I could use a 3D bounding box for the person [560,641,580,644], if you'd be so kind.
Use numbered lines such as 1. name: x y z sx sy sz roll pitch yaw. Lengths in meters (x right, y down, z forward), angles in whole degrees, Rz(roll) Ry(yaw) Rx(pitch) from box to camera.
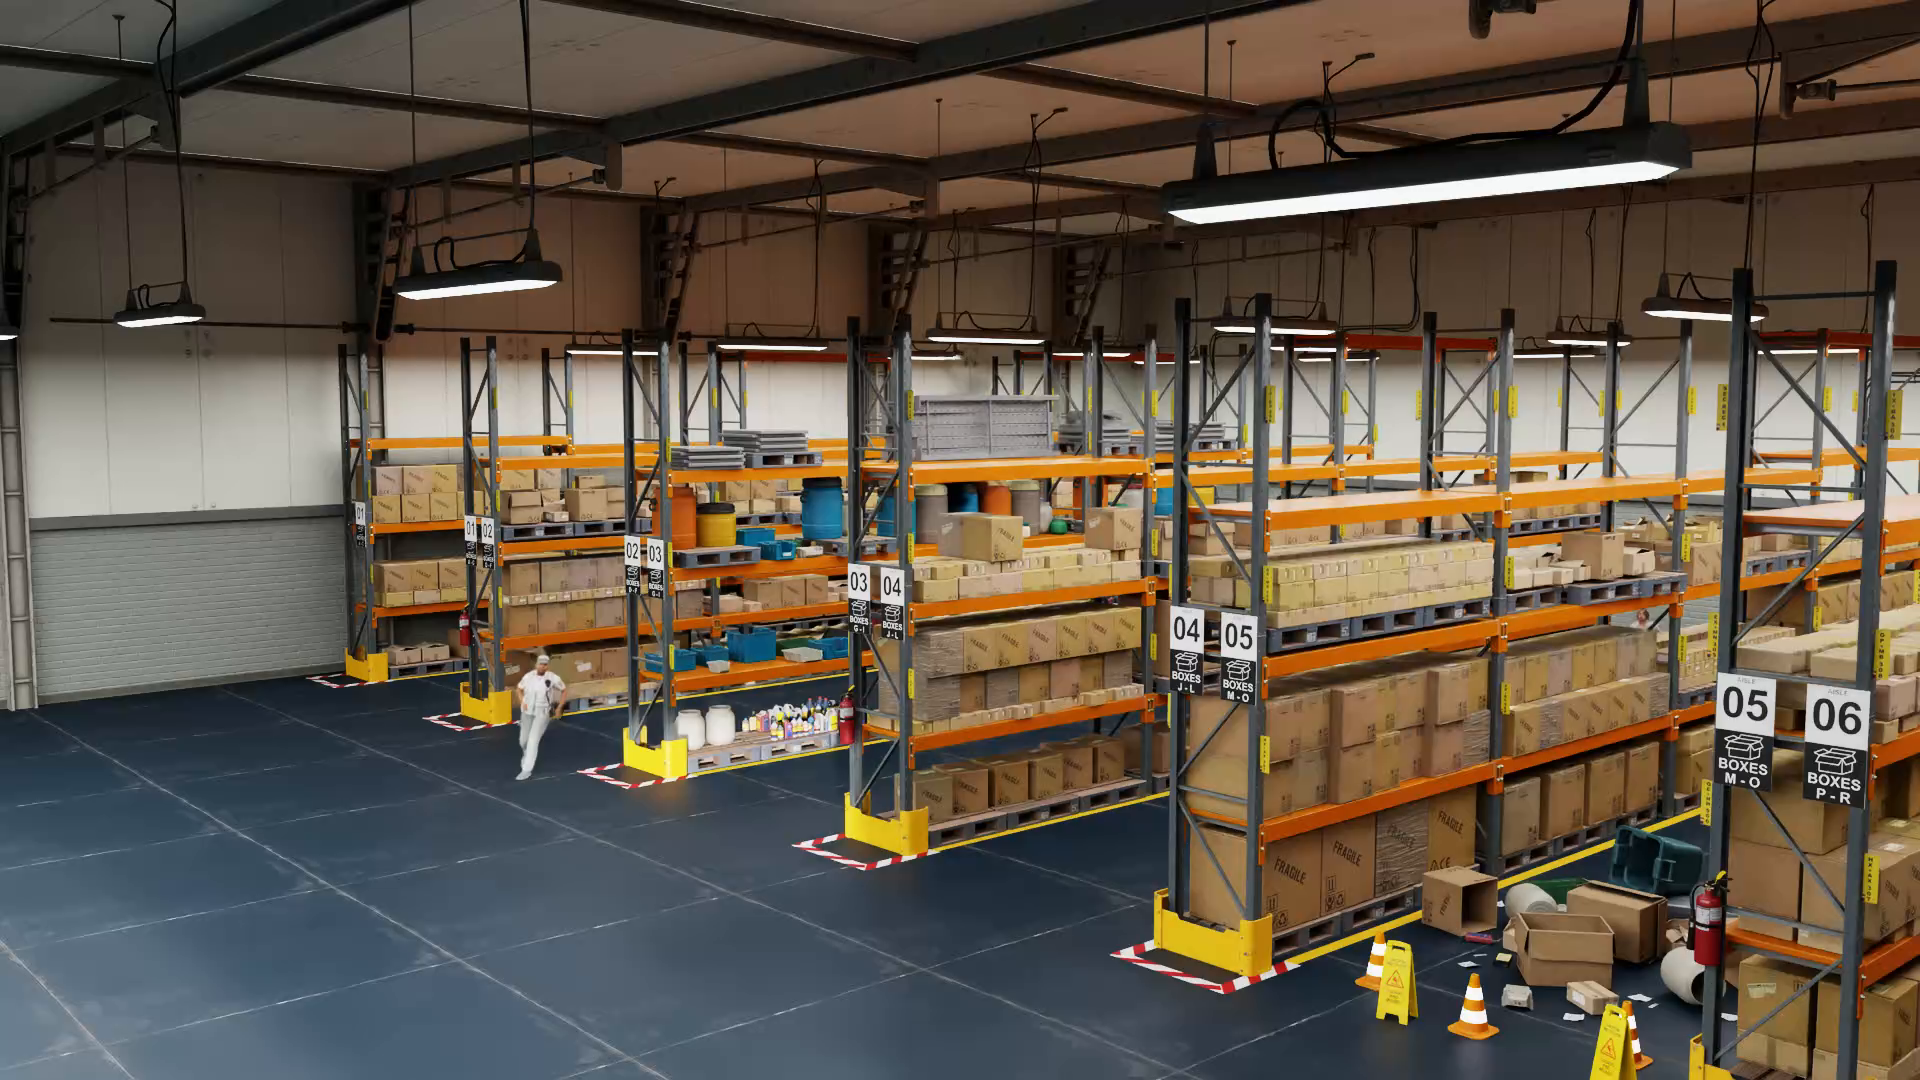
1. person: -6.796 1.677 29.024 0.944 1.755 0.673 -5 7 -42

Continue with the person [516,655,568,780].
1. person: -5.666 2.348 22.424 0.714 1.640 0.837 0 5 2

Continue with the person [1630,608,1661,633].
1. person: 11.209 1.931 27.321 0.572 1.655 0.672 4 6 36
